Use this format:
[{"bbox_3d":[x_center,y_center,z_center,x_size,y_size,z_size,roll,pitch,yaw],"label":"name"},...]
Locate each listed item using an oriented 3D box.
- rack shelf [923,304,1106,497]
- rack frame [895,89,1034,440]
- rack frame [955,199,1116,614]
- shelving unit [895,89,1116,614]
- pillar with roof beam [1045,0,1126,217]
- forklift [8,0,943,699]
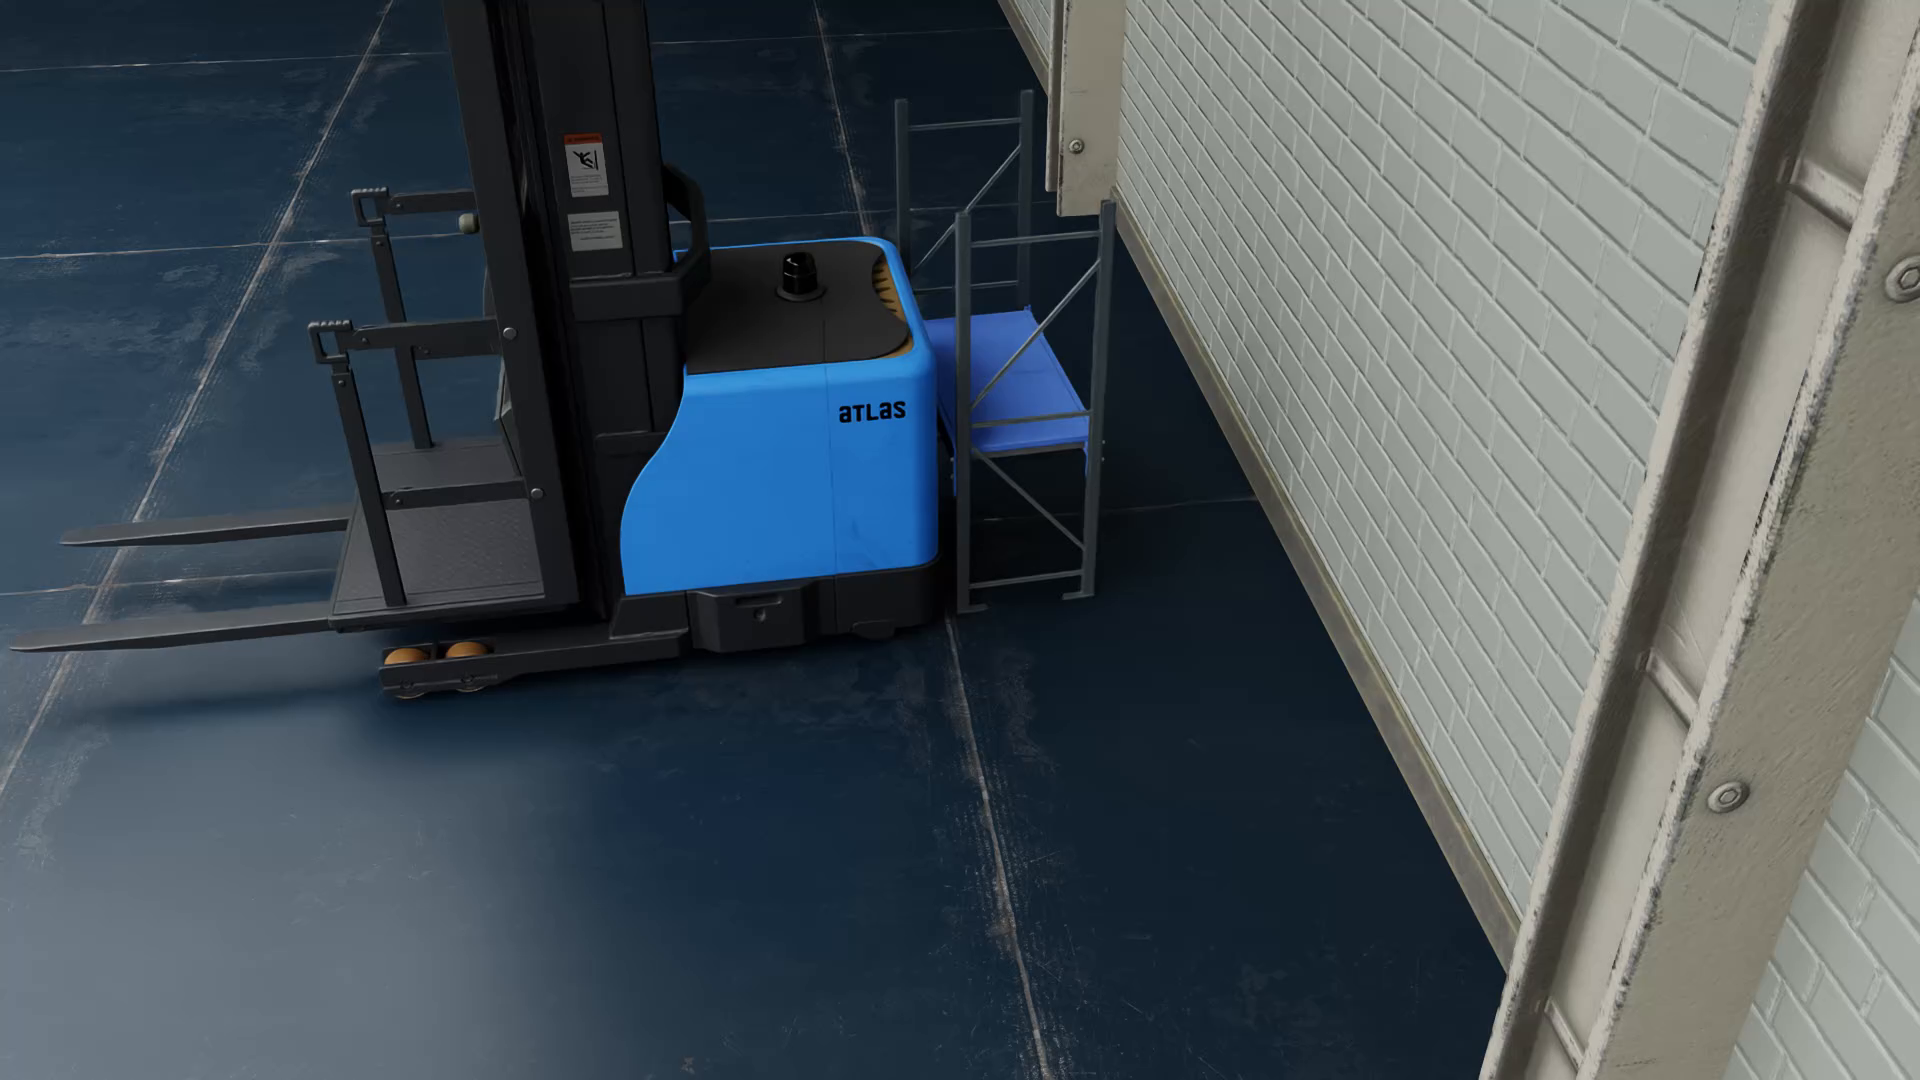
[{"bbox_3d":[0.125,-0.527,6.011,0.538,0.185,1.000,-7,35,-10],"label":"rack shelf"},{"bbox_3d":[0.017,-0.956,6.320,0.500,1.500,0.032,-7,35,-10],"label":"rack frame"},{"bbox_3d":[0.233,-0.396,5.499,0.500,1.500,0.032,-7,35,-10],"label":"rack frame"},{"bbox_3d":[0.125,-0.676,5.910,0.538,1.500,1.048,-7,35,-10],"label":"shelving unit"},{"bbox_3d":[-3.622,-5.216,5.913,9.100,9.000,0.400,-4,35,-6],"label":"pillar with roof beam"},{"bbox_3d":[-1.626,-1.011,5.131,3.031,2.935,1.130,-6,35,-8],"label":"forklift"}]
